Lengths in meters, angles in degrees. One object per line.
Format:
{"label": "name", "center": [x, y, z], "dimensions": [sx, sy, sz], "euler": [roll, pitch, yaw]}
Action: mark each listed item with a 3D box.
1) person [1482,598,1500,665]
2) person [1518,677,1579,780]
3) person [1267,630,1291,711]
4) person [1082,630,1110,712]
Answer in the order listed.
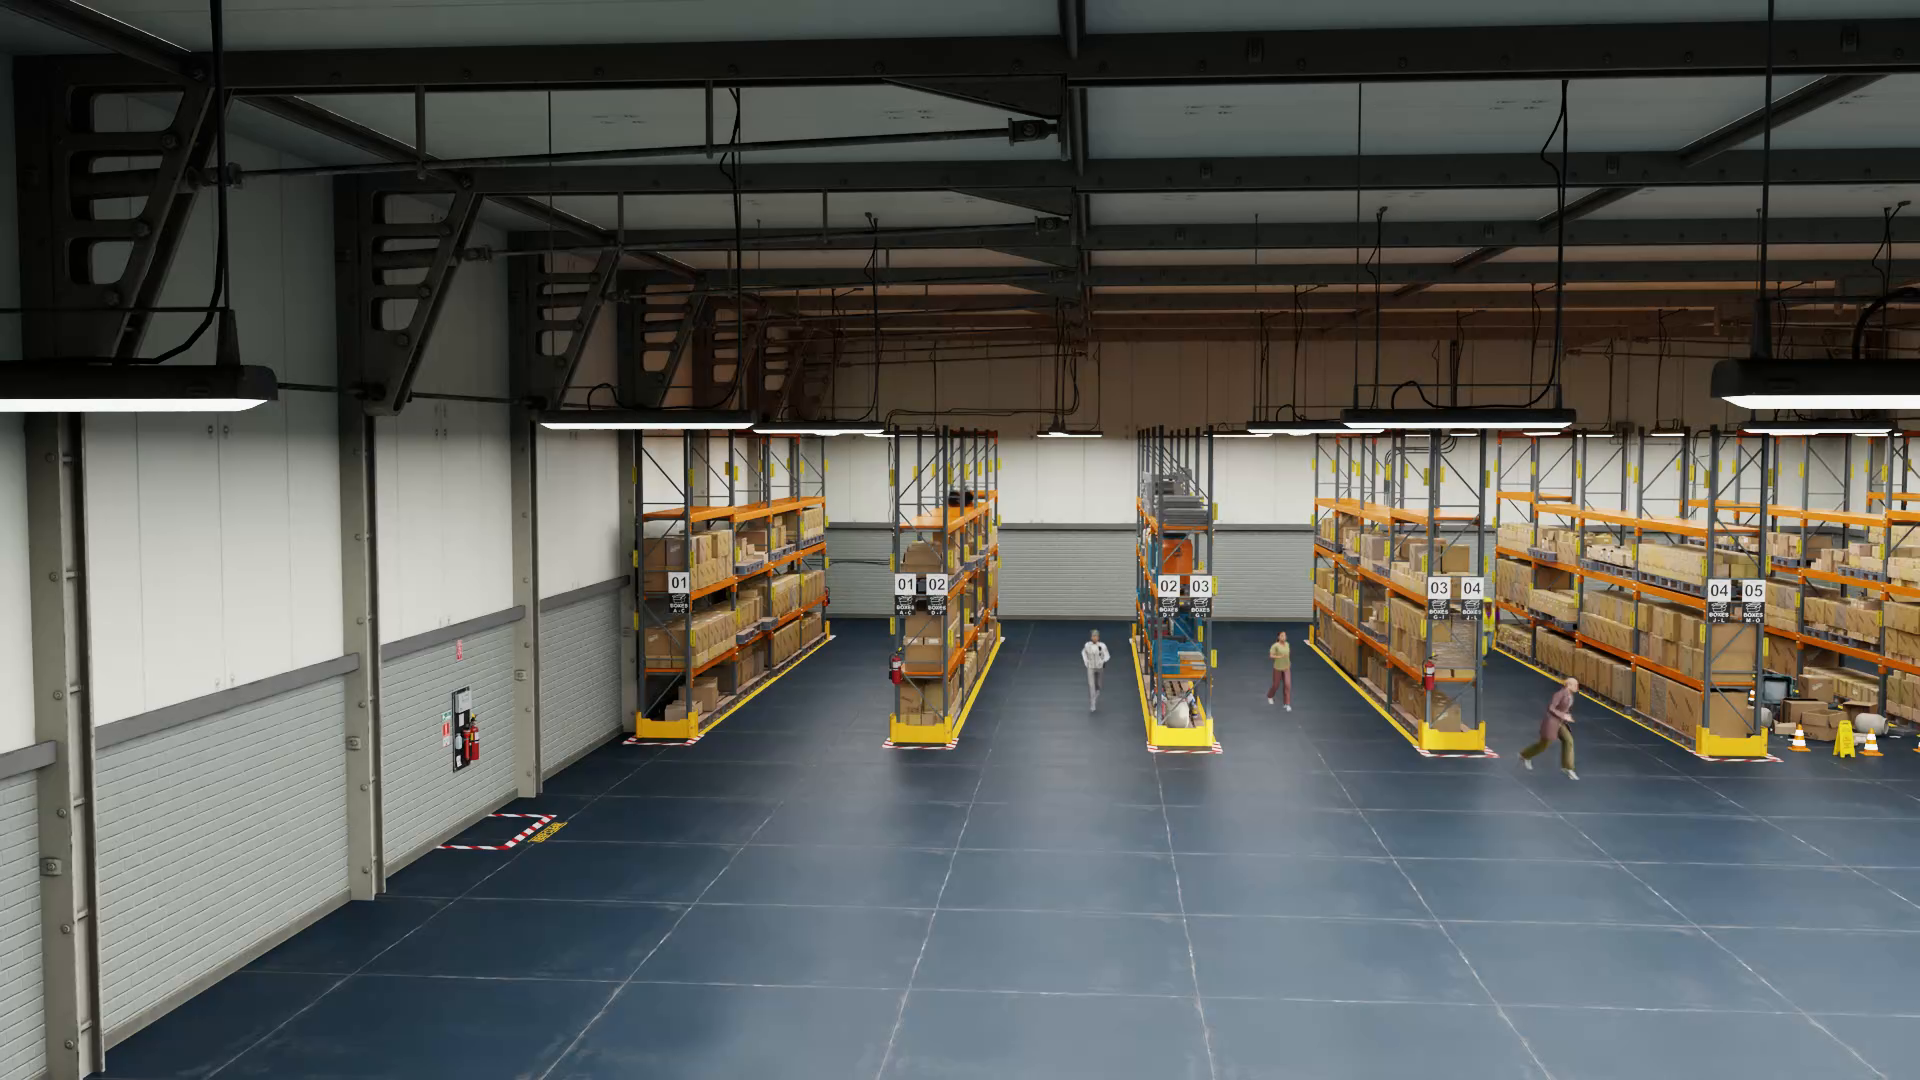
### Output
{"label": "person", "center": [13.406, 2.324, 42.321], "dimensions": [0.713, 1.720, 0.573], "euler": [0, 3, 0]}
{"label": "person", "center": [10.081, 3.180, 28.421], "dimensions": [1.103, 1.743, 0.753], "euler": [3, 5, 41]}
{"label": "person", "center": [6.791, 2.738, 35.264], "dimensions": [0.571, 1.659, 0.969], "euler": [-1, 4, -16]}
{"label": "person", "center": [2.908, 2.756, 35.574], "dimensions": [0.584, 1.702, 1.094], "euler": [0, 3, 1]}
